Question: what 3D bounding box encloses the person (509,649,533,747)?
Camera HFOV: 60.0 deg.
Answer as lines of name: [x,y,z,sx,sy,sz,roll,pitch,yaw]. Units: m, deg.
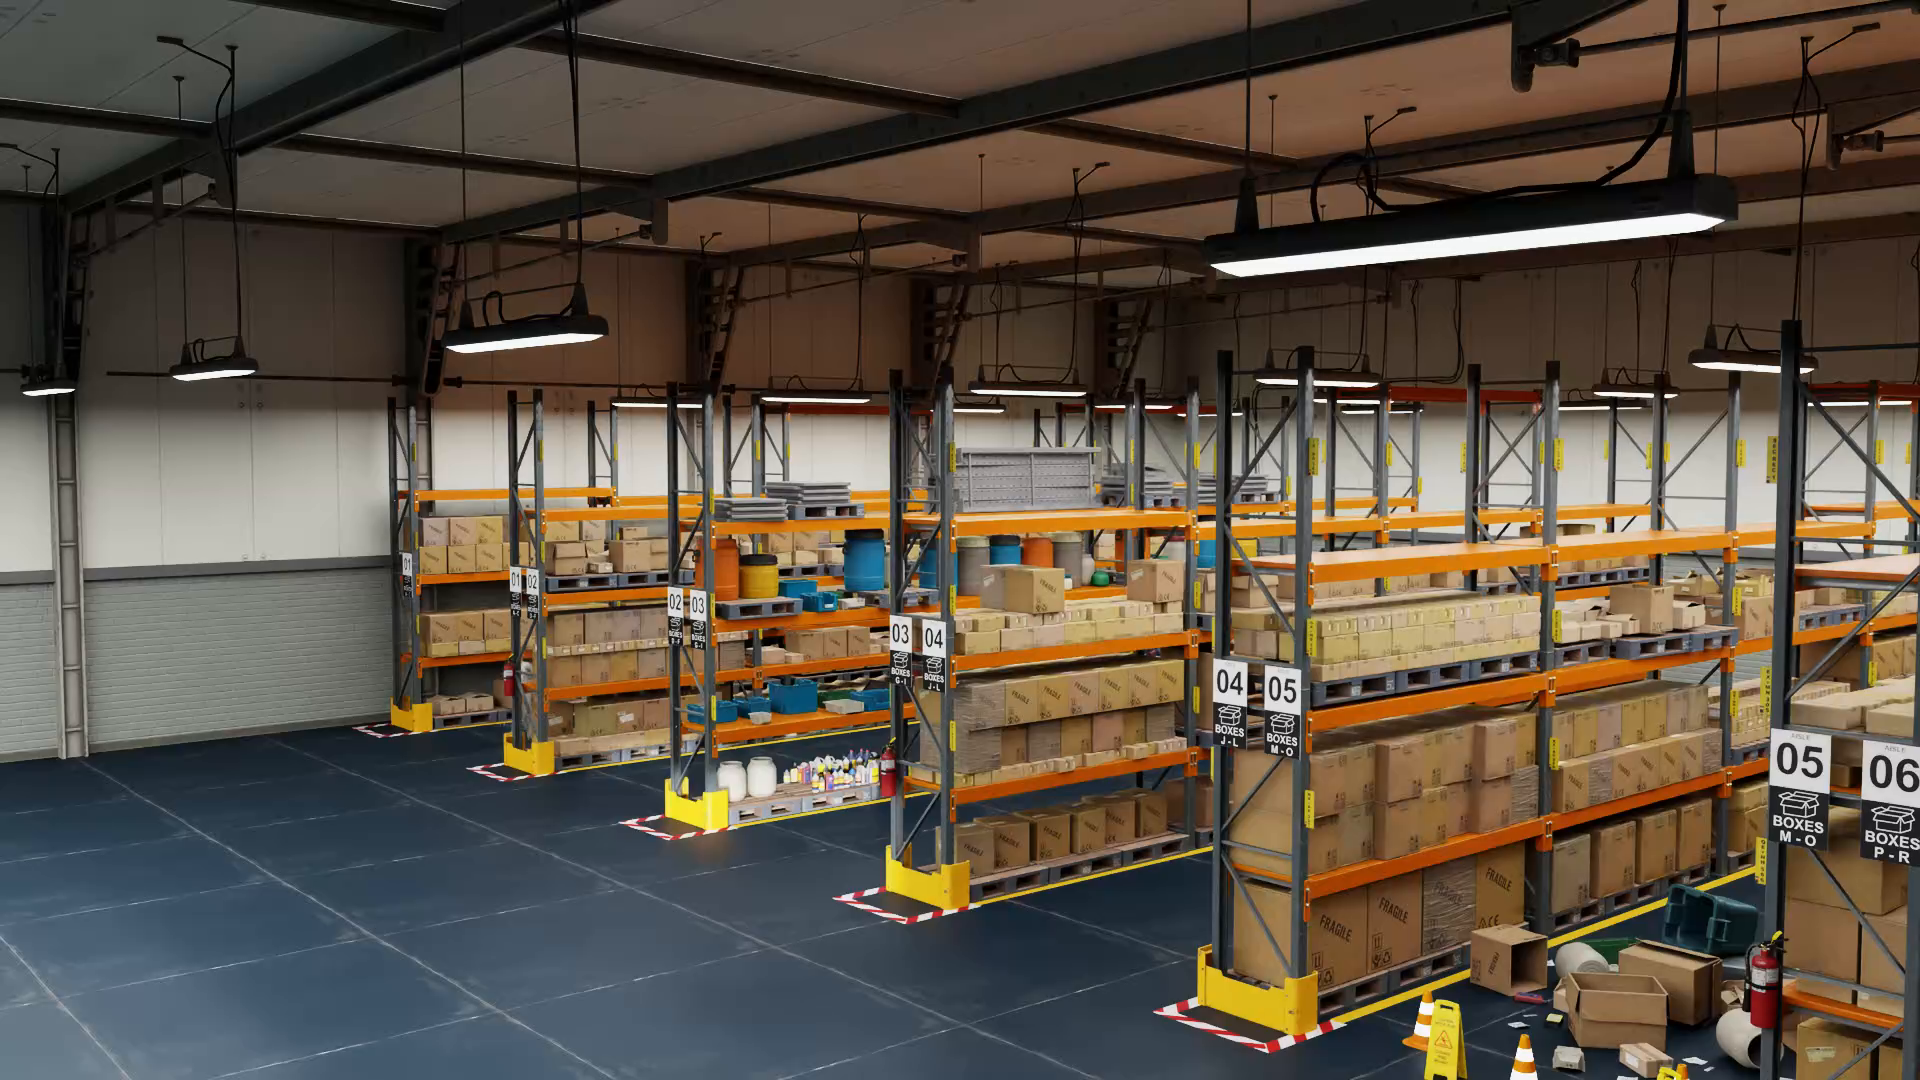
person: [-7.486,2.667,28.449,0.572,1.664,0.710,0,3,3]
